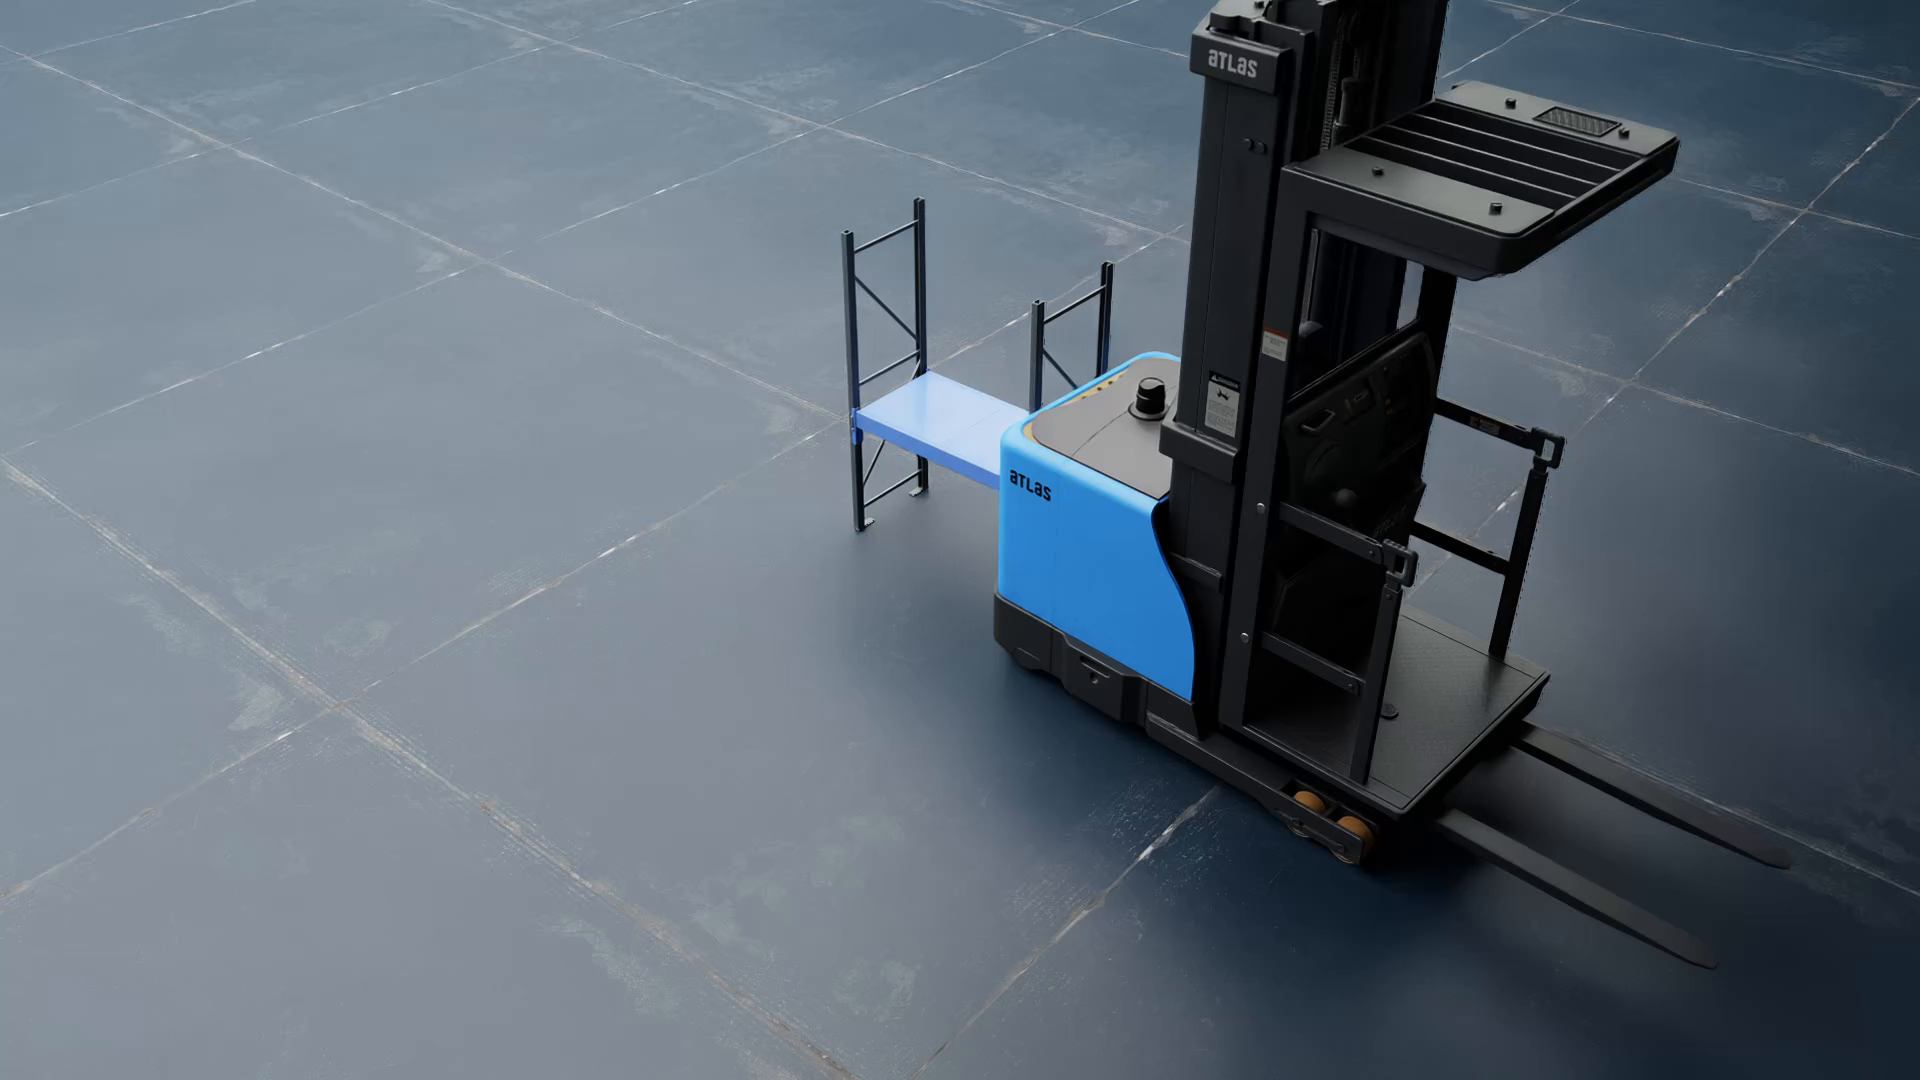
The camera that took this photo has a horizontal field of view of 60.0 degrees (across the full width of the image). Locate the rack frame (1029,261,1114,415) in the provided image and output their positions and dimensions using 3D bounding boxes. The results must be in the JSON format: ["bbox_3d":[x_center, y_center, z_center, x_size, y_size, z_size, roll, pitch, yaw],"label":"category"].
[{"bbox_3d":[0.450,-0.404,7.013,0.032,1.500,0.500,26,42,32],"label":"rack frame"}]

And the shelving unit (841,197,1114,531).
[{"bbox_3d":[0.062,-0.589,7.283,1.048,1.500,0.538,26,42,32],"label":"shelving unit"}]

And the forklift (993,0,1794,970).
[{"bbox_3d":[1.556,-0.371,5.701,3.031,2.935,1.130,28,43,35],"label":"forklift"}]

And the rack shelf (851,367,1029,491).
[{"bbox_3d":[0.062,-0.441,7.385,1.000,0.185,0.538,26,42,32],"label":"rack shelf"}]

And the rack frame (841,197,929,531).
[{"bbox_3d":[-0.327,-0.775,7.554,0.032,1.500,0.500,26,42,32],"label":"rack frame"}]
